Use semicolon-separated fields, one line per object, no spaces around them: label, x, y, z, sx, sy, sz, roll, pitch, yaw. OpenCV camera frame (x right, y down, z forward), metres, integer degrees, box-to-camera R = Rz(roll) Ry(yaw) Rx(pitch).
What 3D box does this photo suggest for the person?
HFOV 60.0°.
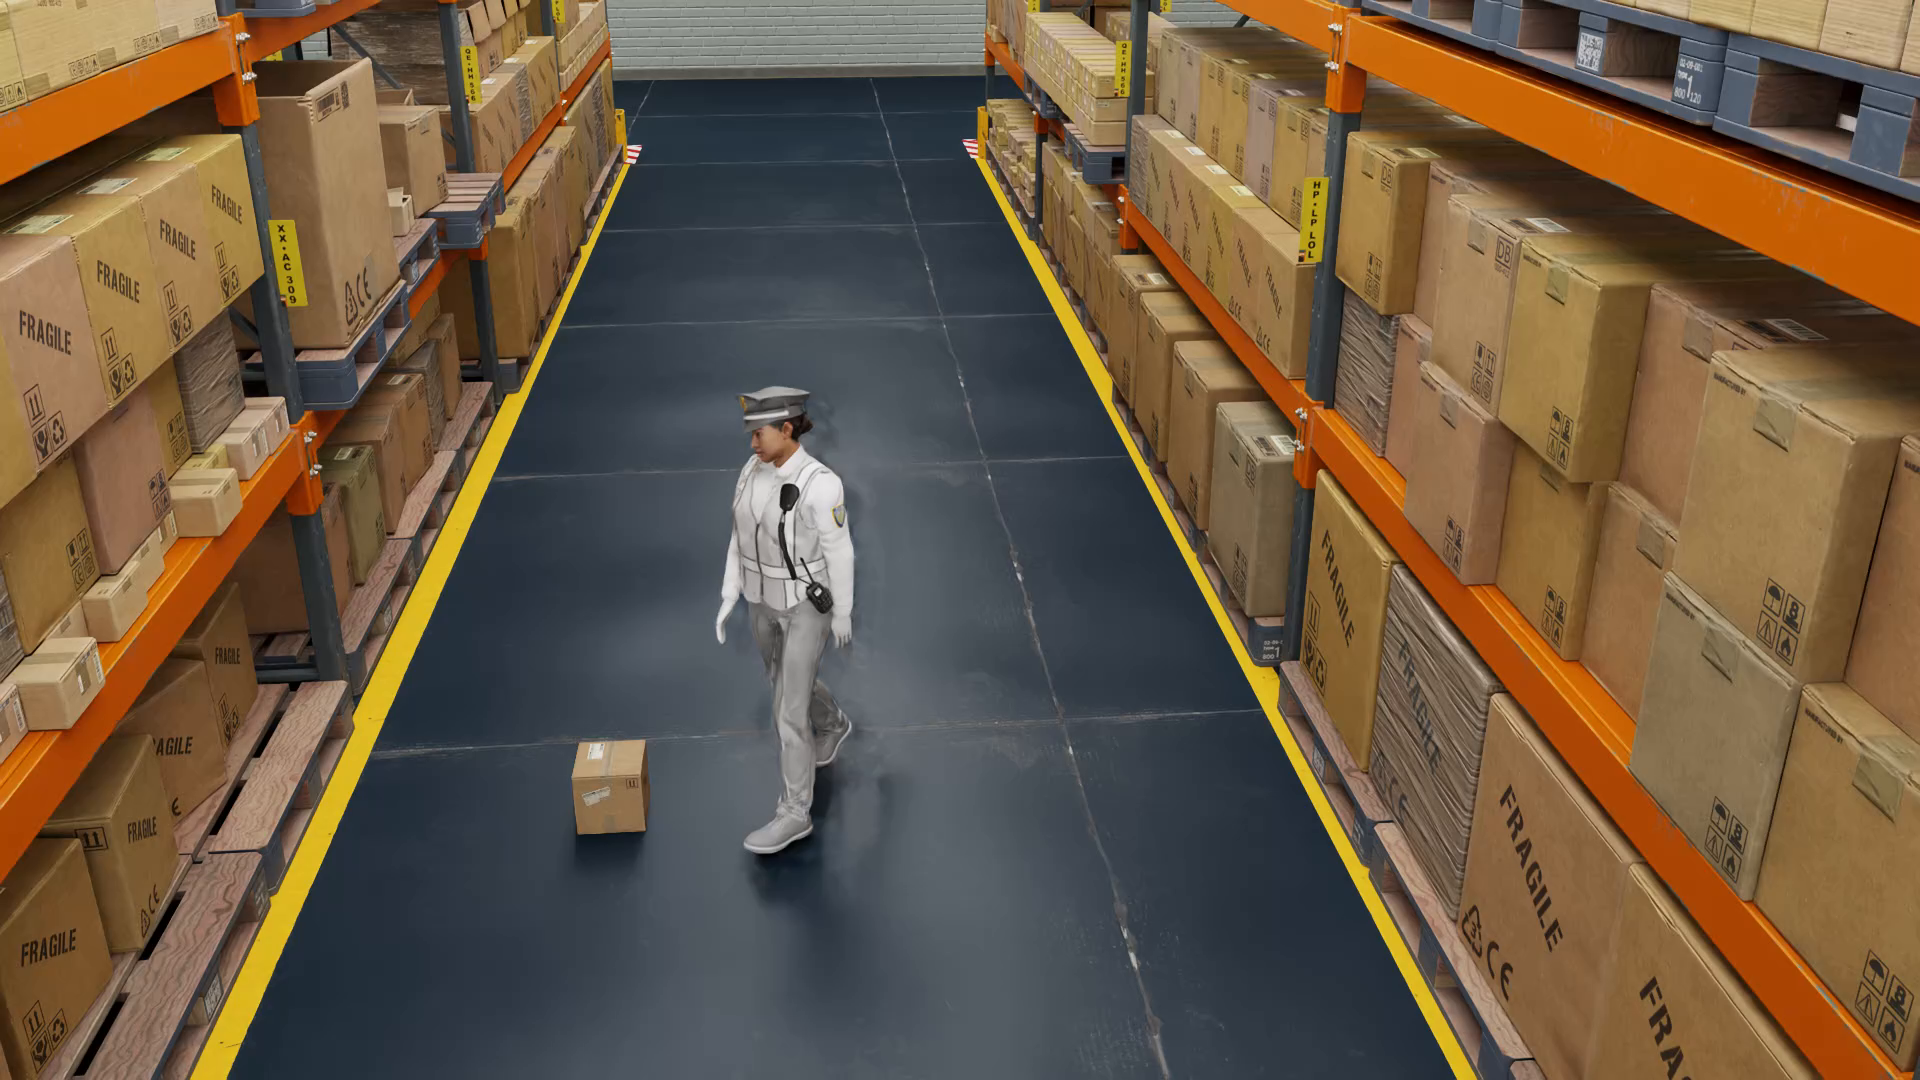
person;-0.636;0.232;6.058;0.495;1.620;0.816;19;30;36
